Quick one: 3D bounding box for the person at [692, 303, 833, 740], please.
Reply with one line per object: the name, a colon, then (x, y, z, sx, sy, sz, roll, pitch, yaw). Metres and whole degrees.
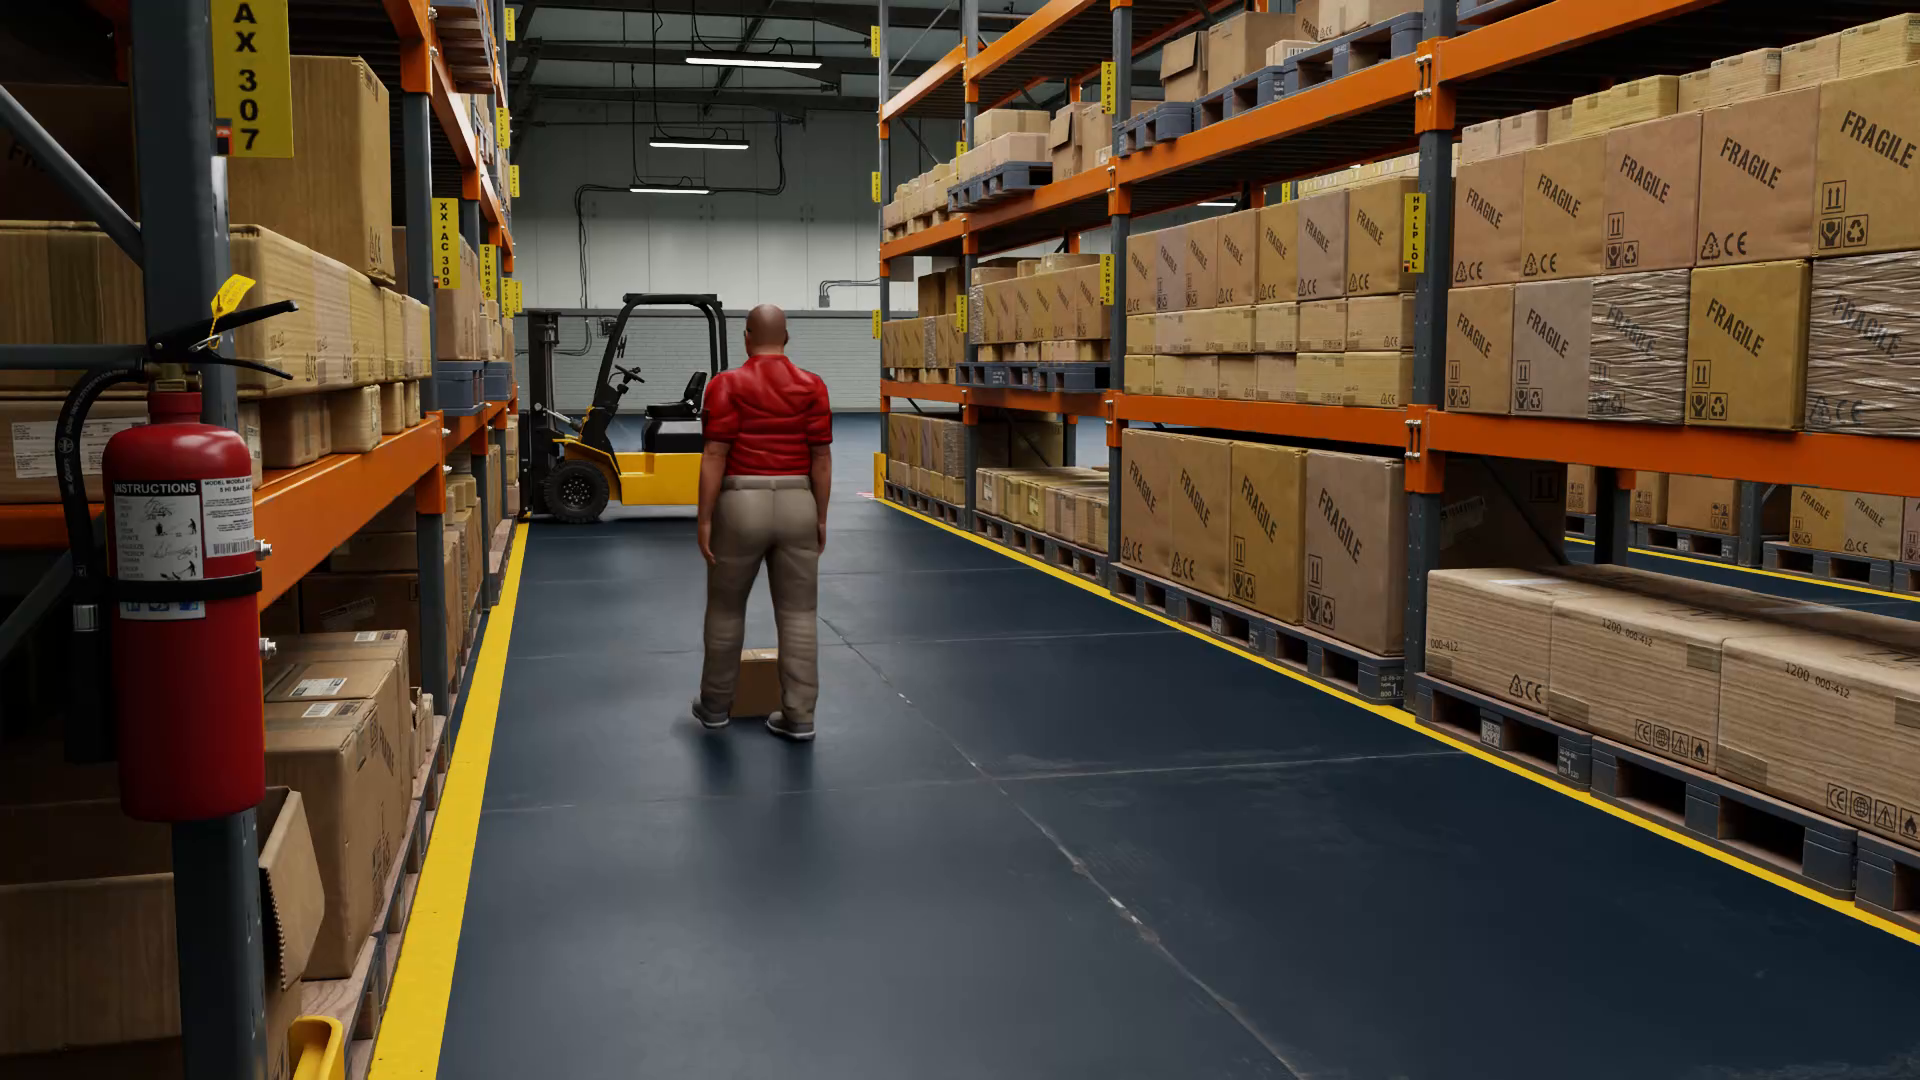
person: (-0.821, -0.084, 6.740, 0.545, 1.724, 0.606, -2, 6, -20)
